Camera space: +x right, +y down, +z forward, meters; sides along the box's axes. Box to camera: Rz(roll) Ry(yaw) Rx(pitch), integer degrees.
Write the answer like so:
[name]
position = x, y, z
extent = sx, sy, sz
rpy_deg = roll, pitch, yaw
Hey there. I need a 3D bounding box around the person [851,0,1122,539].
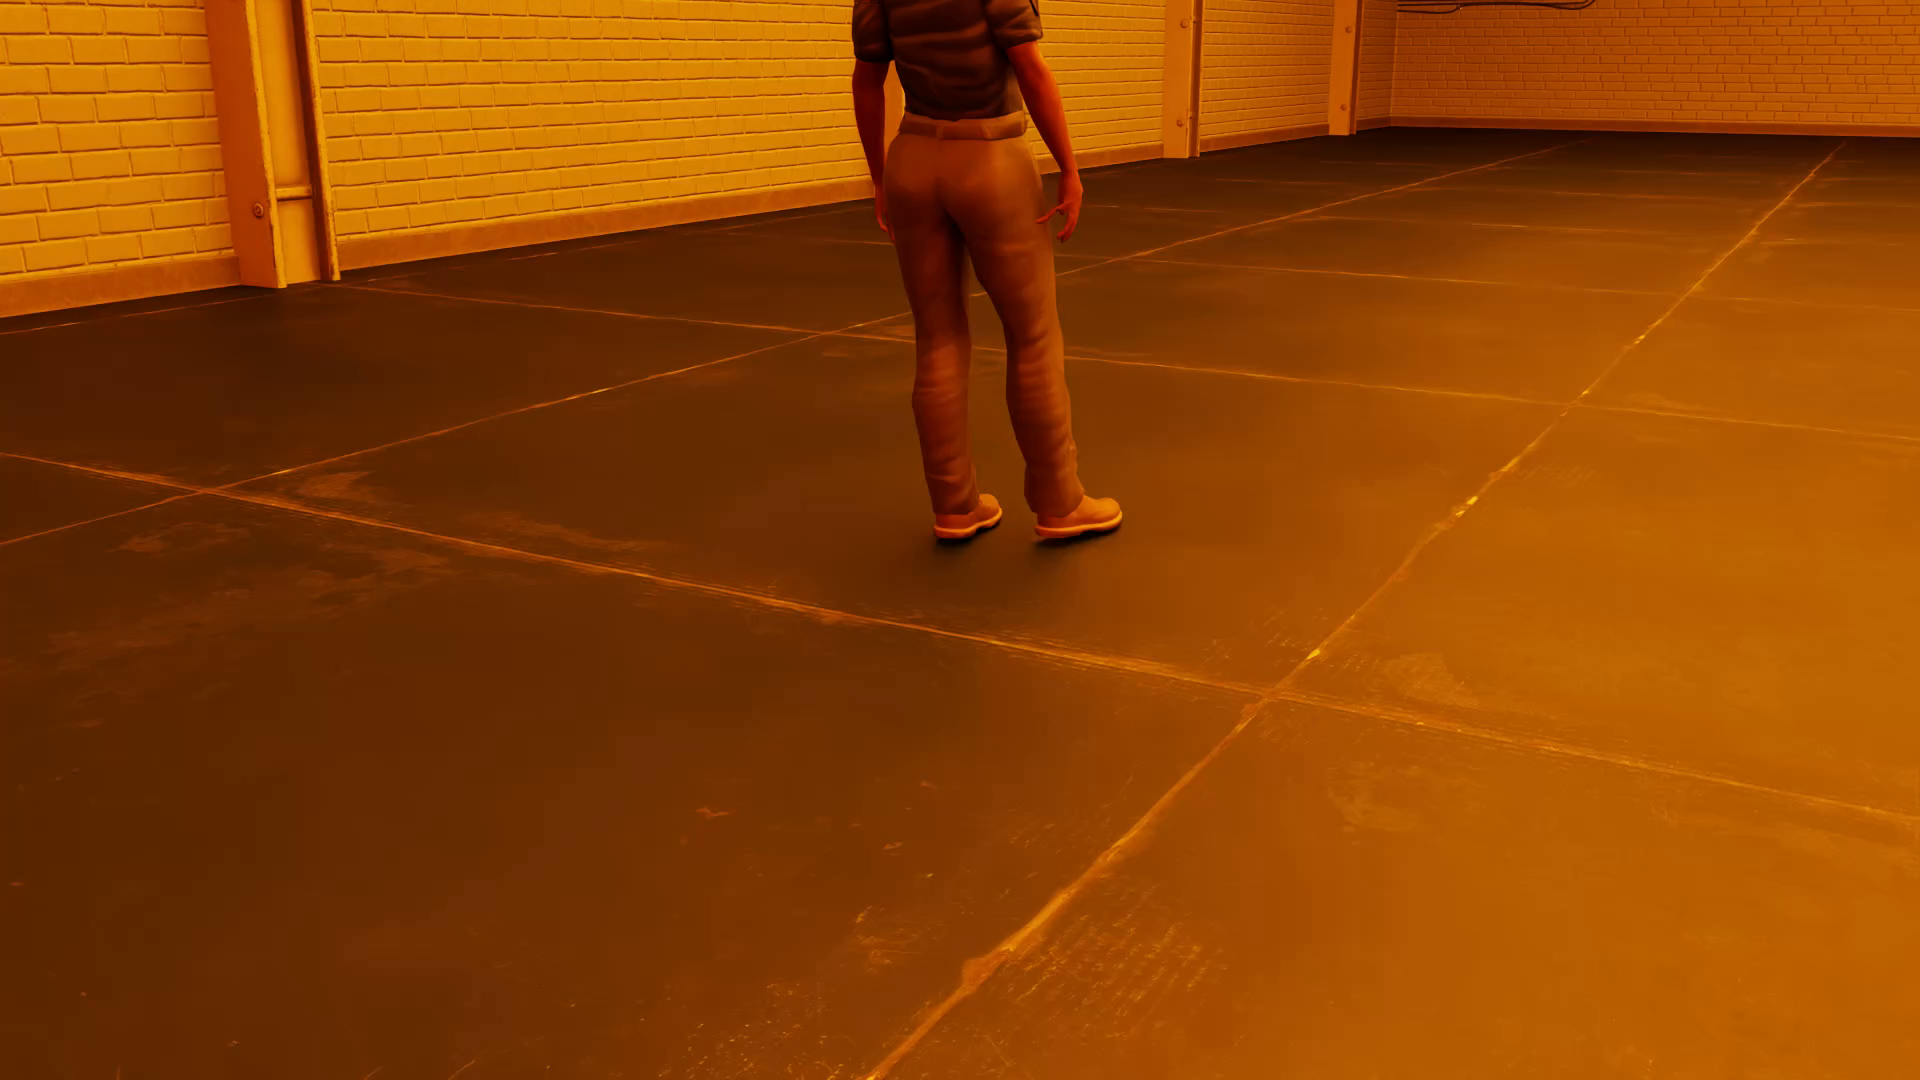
[person]
position = 0.060, -0.819, 3.869
extent = 0.570, 1.656, 0.503
rpy_deg = 9, 19, 28
